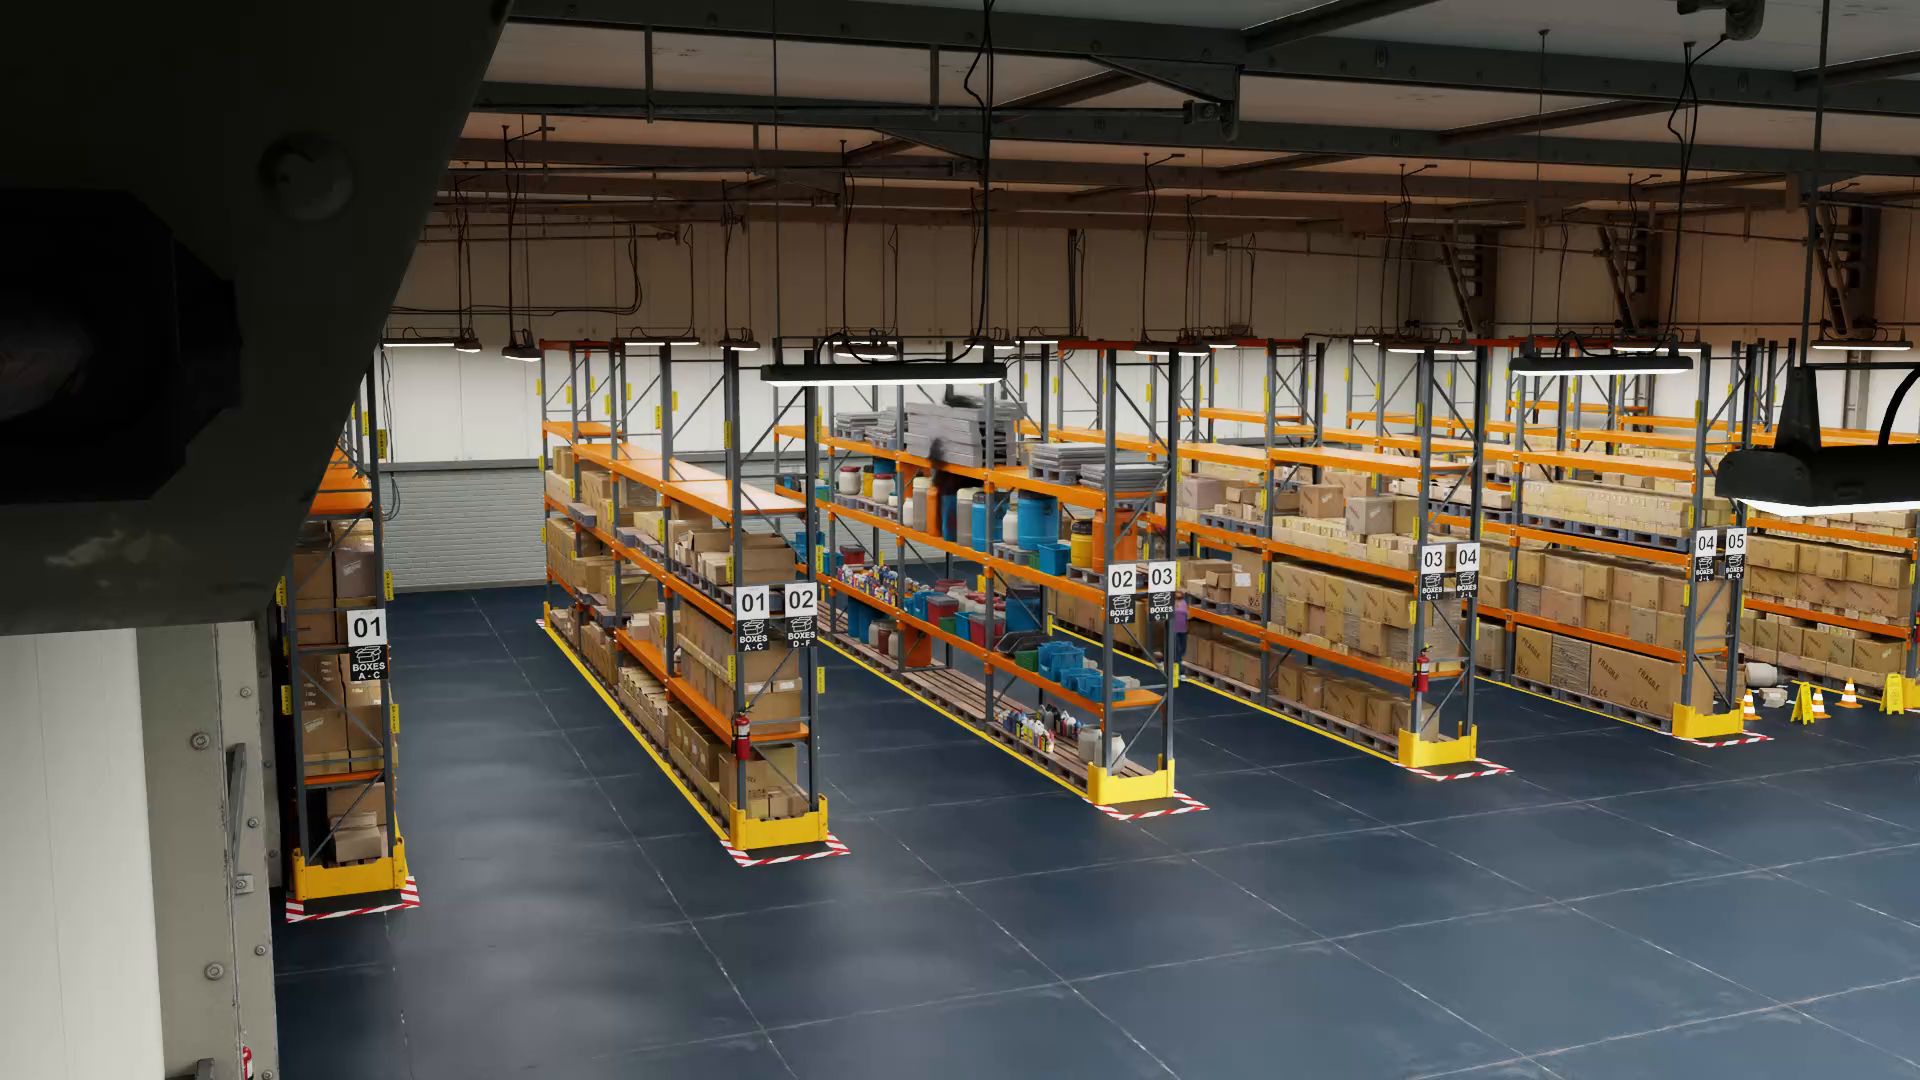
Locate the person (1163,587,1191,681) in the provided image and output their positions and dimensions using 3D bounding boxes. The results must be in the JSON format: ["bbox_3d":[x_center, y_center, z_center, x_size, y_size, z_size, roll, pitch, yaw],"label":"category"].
[{"bbox_3d":[3.697,1.573,28.359,0.548,1.582,0.740,-4,8,-25],"label":"person"}]

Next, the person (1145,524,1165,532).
[{"bbox_3d":[4.832,0.117,41.539,0.910,1.656,0.730,-4,8,-27],"label":"person"}]
